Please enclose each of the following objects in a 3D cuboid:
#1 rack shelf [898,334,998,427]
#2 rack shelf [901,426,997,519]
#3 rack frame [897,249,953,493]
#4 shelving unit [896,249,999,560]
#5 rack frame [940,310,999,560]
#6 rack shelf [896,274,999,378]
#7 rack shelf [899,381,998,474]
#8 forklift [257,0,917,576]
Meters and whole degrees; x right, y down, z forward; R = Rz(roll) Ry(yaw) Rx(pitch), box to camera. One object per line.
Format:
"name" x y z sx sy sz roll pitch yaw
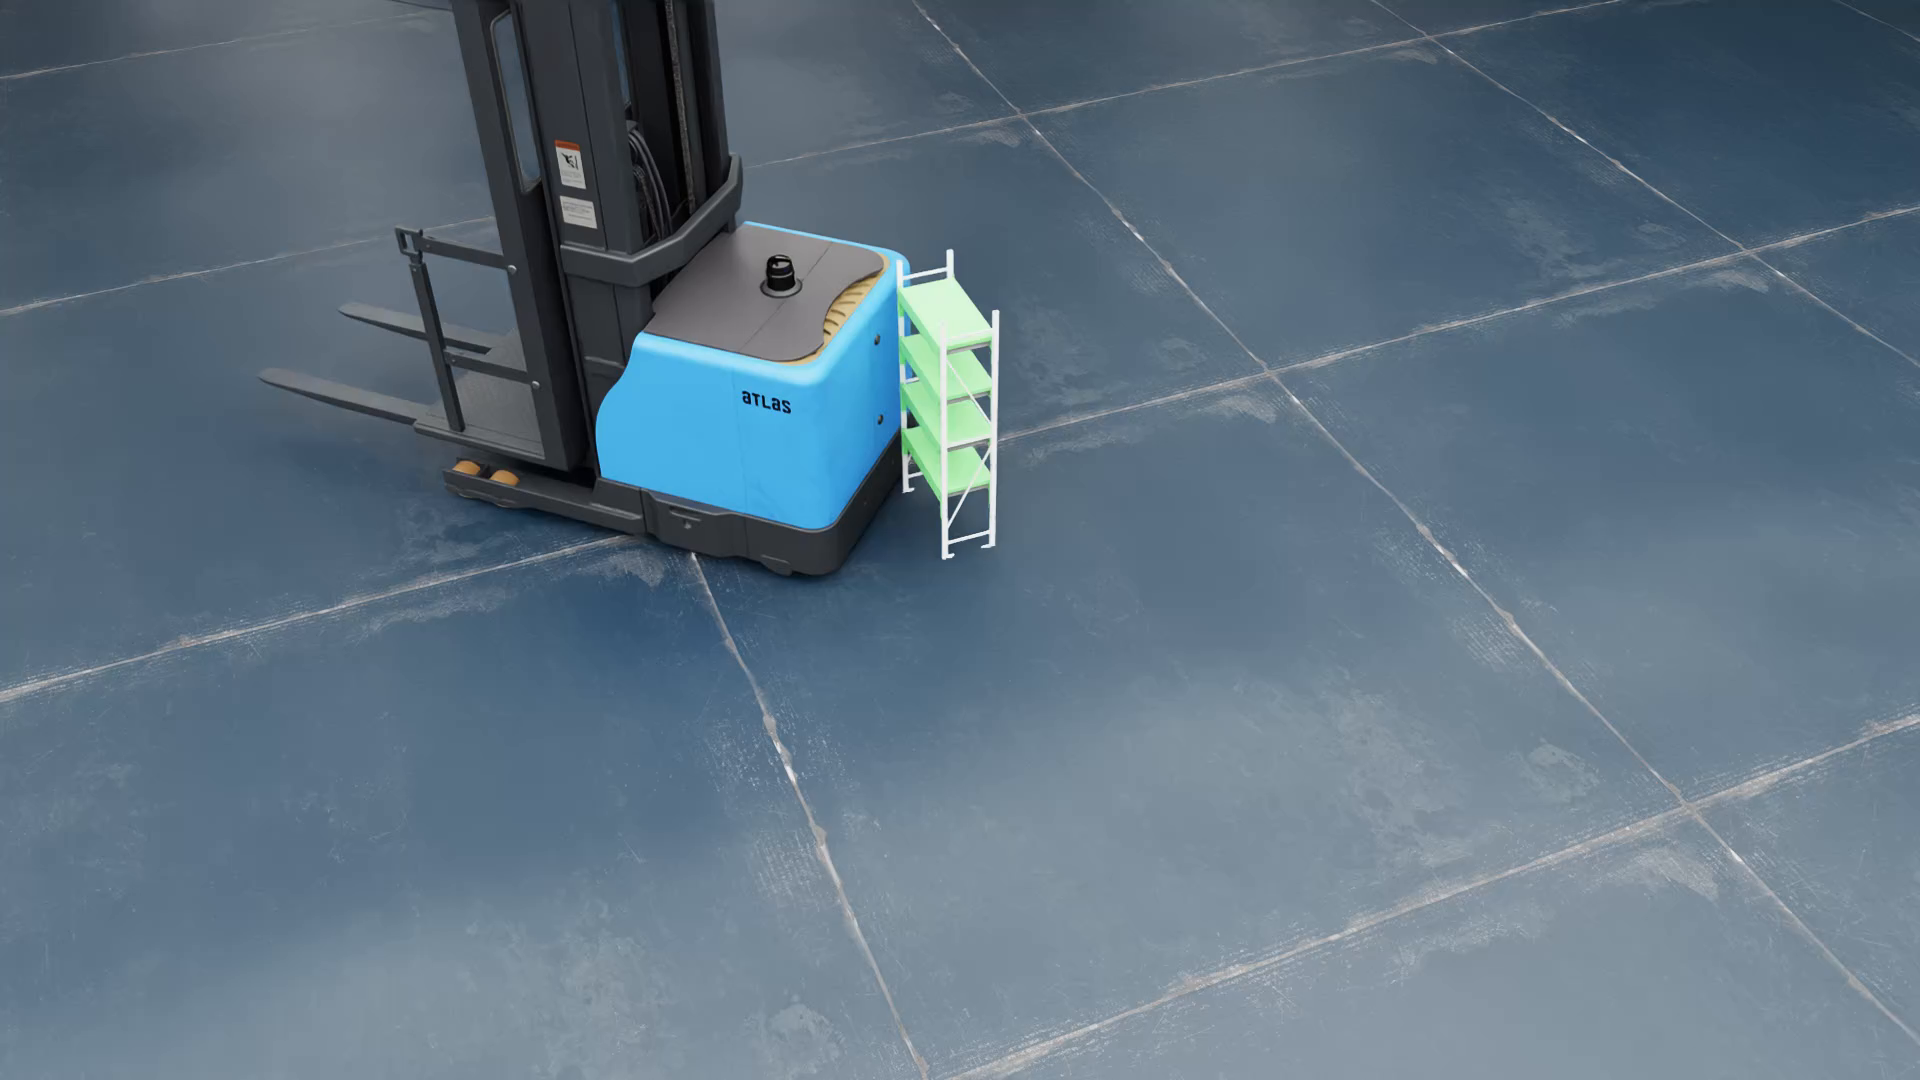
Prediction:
"rack shelf" -0.053 -0.684 6.856 0.258 0.148 0.480 -14 43 -16
"rack shelf" -0.053 -0.321 7.169 0.258 0.148 0.480 -14 43 -16
"rack frame" -0.143 -0.699 7.142 0.240 1.200 0.015 -14 43 -16
"shelving unit" -0.053 -0.551 6.970 0.258 1.200 0.503 -14 43 -16
"rack frame" 0.037 -0.403 6.798 0.240 1.200 0.015 -14 43 -16
"rack shelf" -0.053 -0.866 6.699 0.258 0.148 0.480 -14 43 -16
"rack shelf" -0.053 -0.502 7.012 0.258 0.148 0.480 -14 43 -16
"forklift" -1.768 -1.561 6.817 3.031 2.935 1.130 14 43 16
